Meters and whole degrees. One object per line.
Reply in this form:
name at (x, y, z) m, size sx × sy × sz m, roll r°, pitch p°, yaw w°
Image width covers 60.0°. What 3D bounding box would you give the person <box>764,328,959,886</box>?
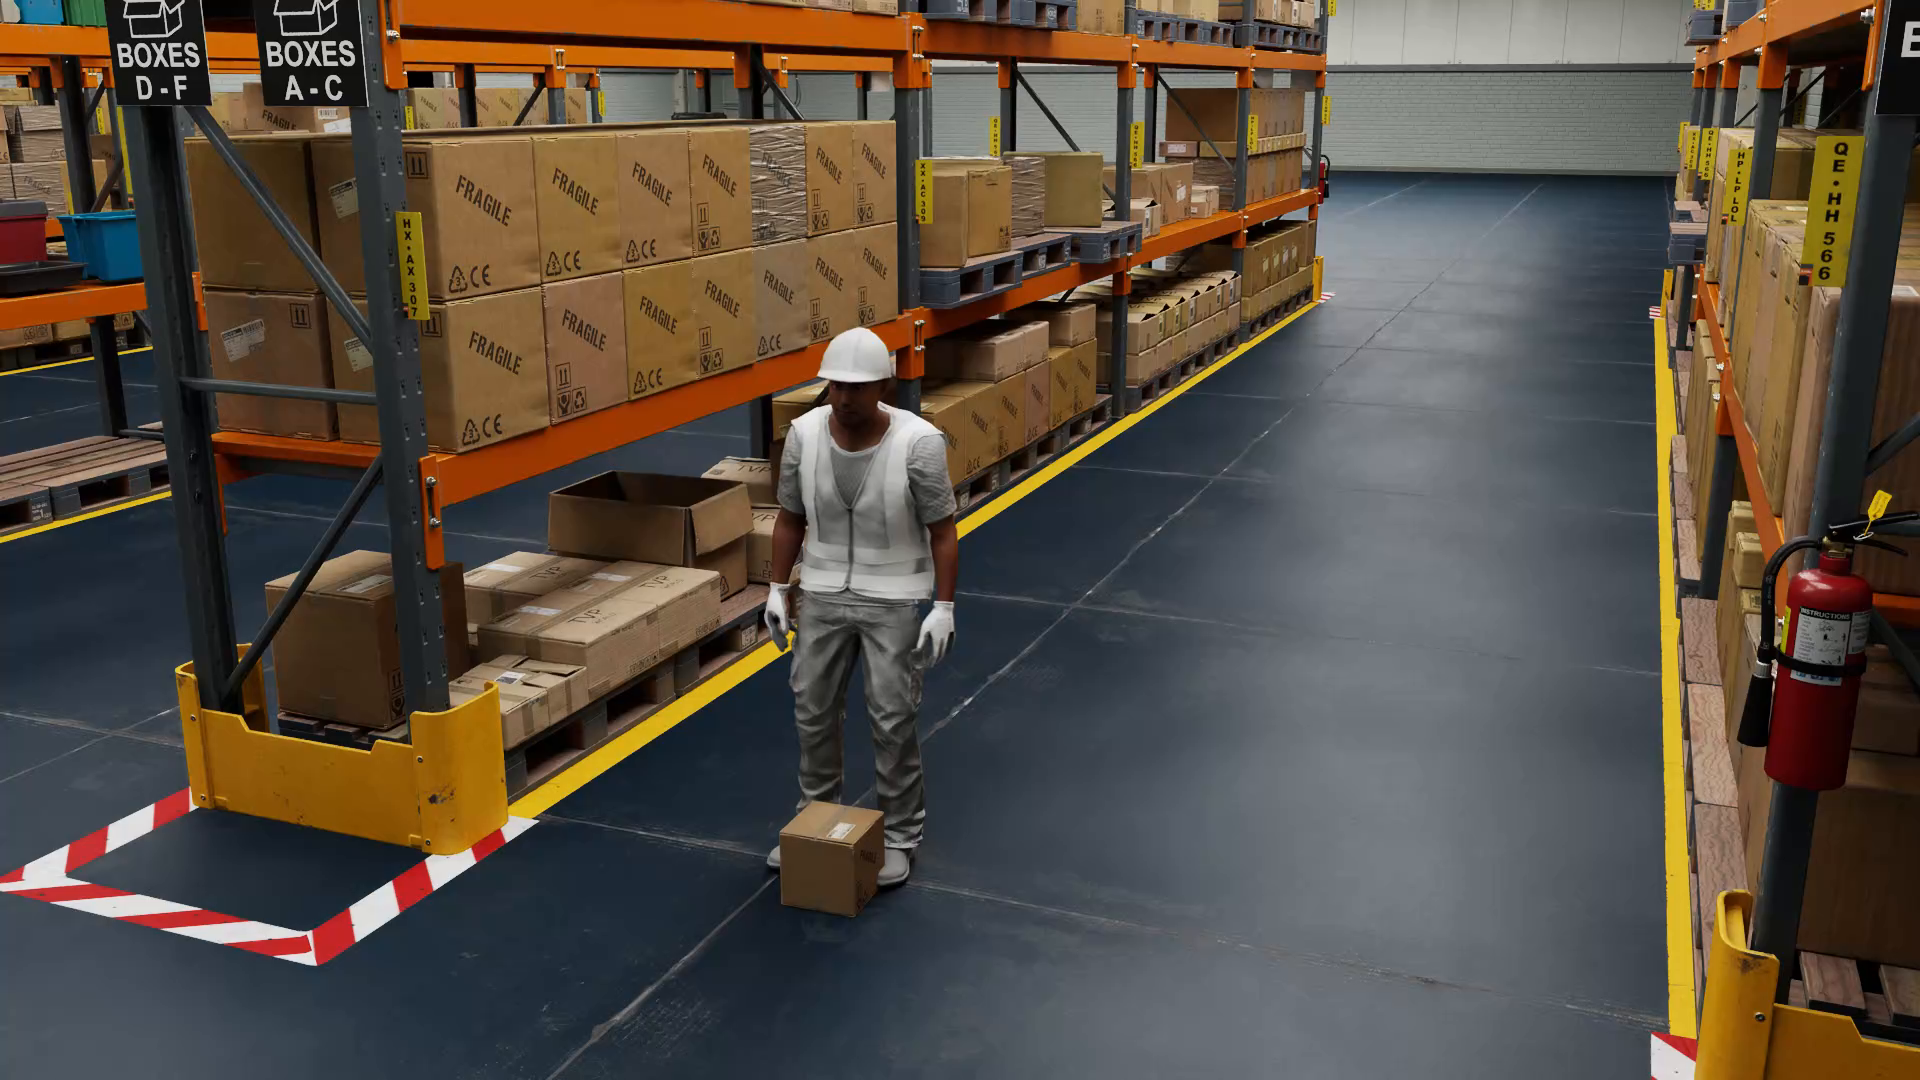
person at (-0.313, 0.210, 5.232) m, size 0.627 × 1.774 × 0.450 m, roll 5°, pitch 16°, yaw 17°
